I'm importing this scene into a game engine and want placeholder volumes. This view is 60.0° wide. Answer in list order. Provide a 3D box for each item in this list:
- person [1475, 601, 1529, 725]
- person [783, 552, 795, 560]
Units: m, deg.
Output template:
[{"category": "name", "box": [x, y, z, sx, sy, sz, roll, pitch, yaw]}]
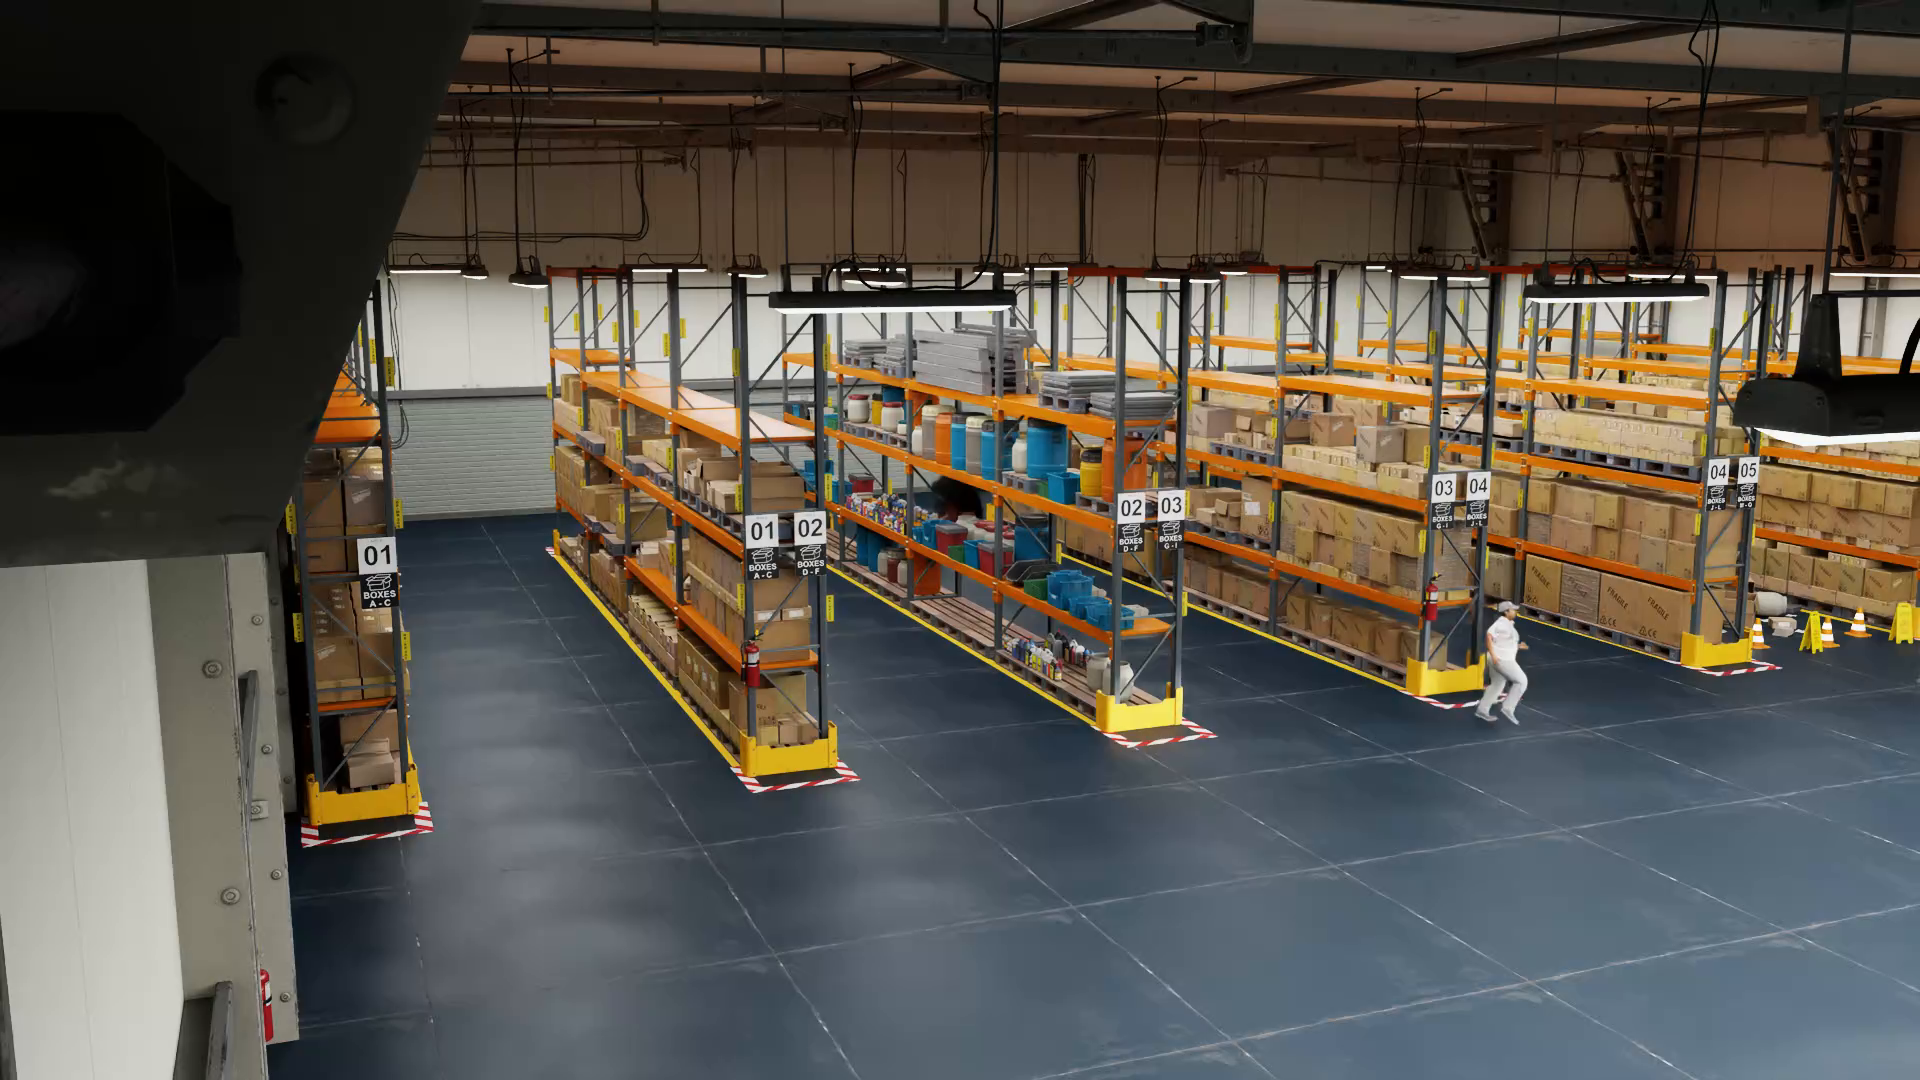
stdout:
[{"category": "person", "box": [7.344, 1.637, 22.508, 0.652, 1.630, 0.591, 3, 10, 14]}, {"category": "person", "box": [-3.111, 0.072, 29.630, 0.633, 1.832, 0.691, -5, 11, -27]}]
